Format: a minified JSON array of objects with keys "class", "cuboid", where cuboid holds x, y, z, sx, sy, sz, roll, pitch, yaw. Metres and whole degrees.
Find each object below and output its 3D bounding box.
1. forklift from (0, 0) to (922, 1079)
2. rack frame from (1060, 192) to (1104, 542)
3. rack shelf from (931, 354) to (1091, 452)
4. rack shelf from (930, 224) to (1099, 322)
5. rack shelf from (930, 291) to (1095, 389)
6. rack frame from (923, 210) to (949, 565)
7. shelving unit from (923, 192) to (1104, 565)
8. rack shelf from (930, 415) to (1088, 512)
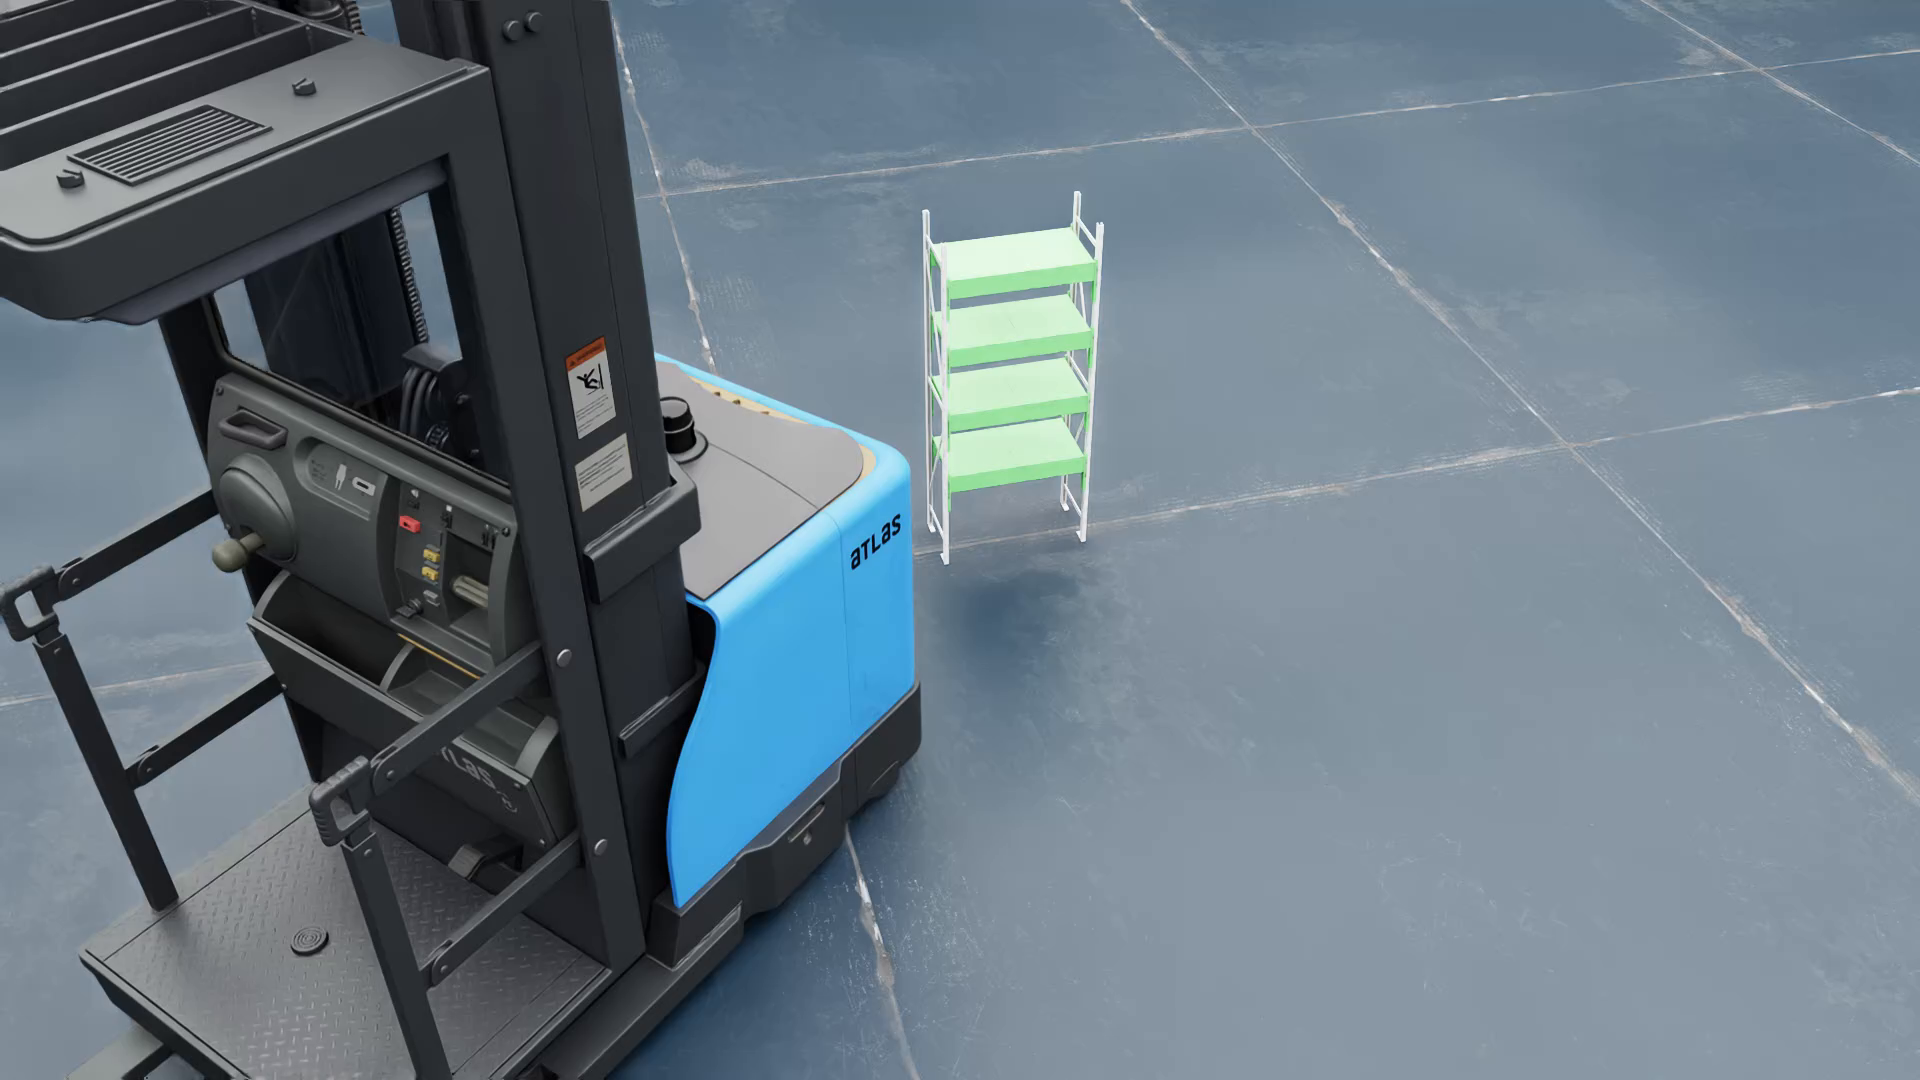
[{"class":"forklift","cuboid":[-1.364,0.034,3.294,1.130,2.935,3.031,23,43,27]},{"class":"rack frame","cuboid":[0.395,-0.541,5.470,0.015,1.200,0.240,-9,38,-12]},{"class":"rack shelf","cuboid":[0.160,-0.452,5.459,0.480,0.148,0.258,-9,38,-12]},{"class":"rack shelf","cuboid":[0.160,-0.833,5.167,0.480,0.148,0.258,-9,38,-12]},{"class":"rack shelf","cuboid":[0.160,-0.643,5.313,0.480,0.148,0.258,-9,38,-12]},{"class":"rack frame","cuboid":[-0.076,-0.464,5.369,0.015,1.200,0.240,-9,38,-12]},{"class":"shelving unit","cuboid":[0.160,-0.503,5.420,0.503,1.200,0.258,-9,38,-12]},{"class":"rack shelf","cuboid":[0.160,-0.261,5.604,0.480,0.148,0.258,-9,38,-12]}]
